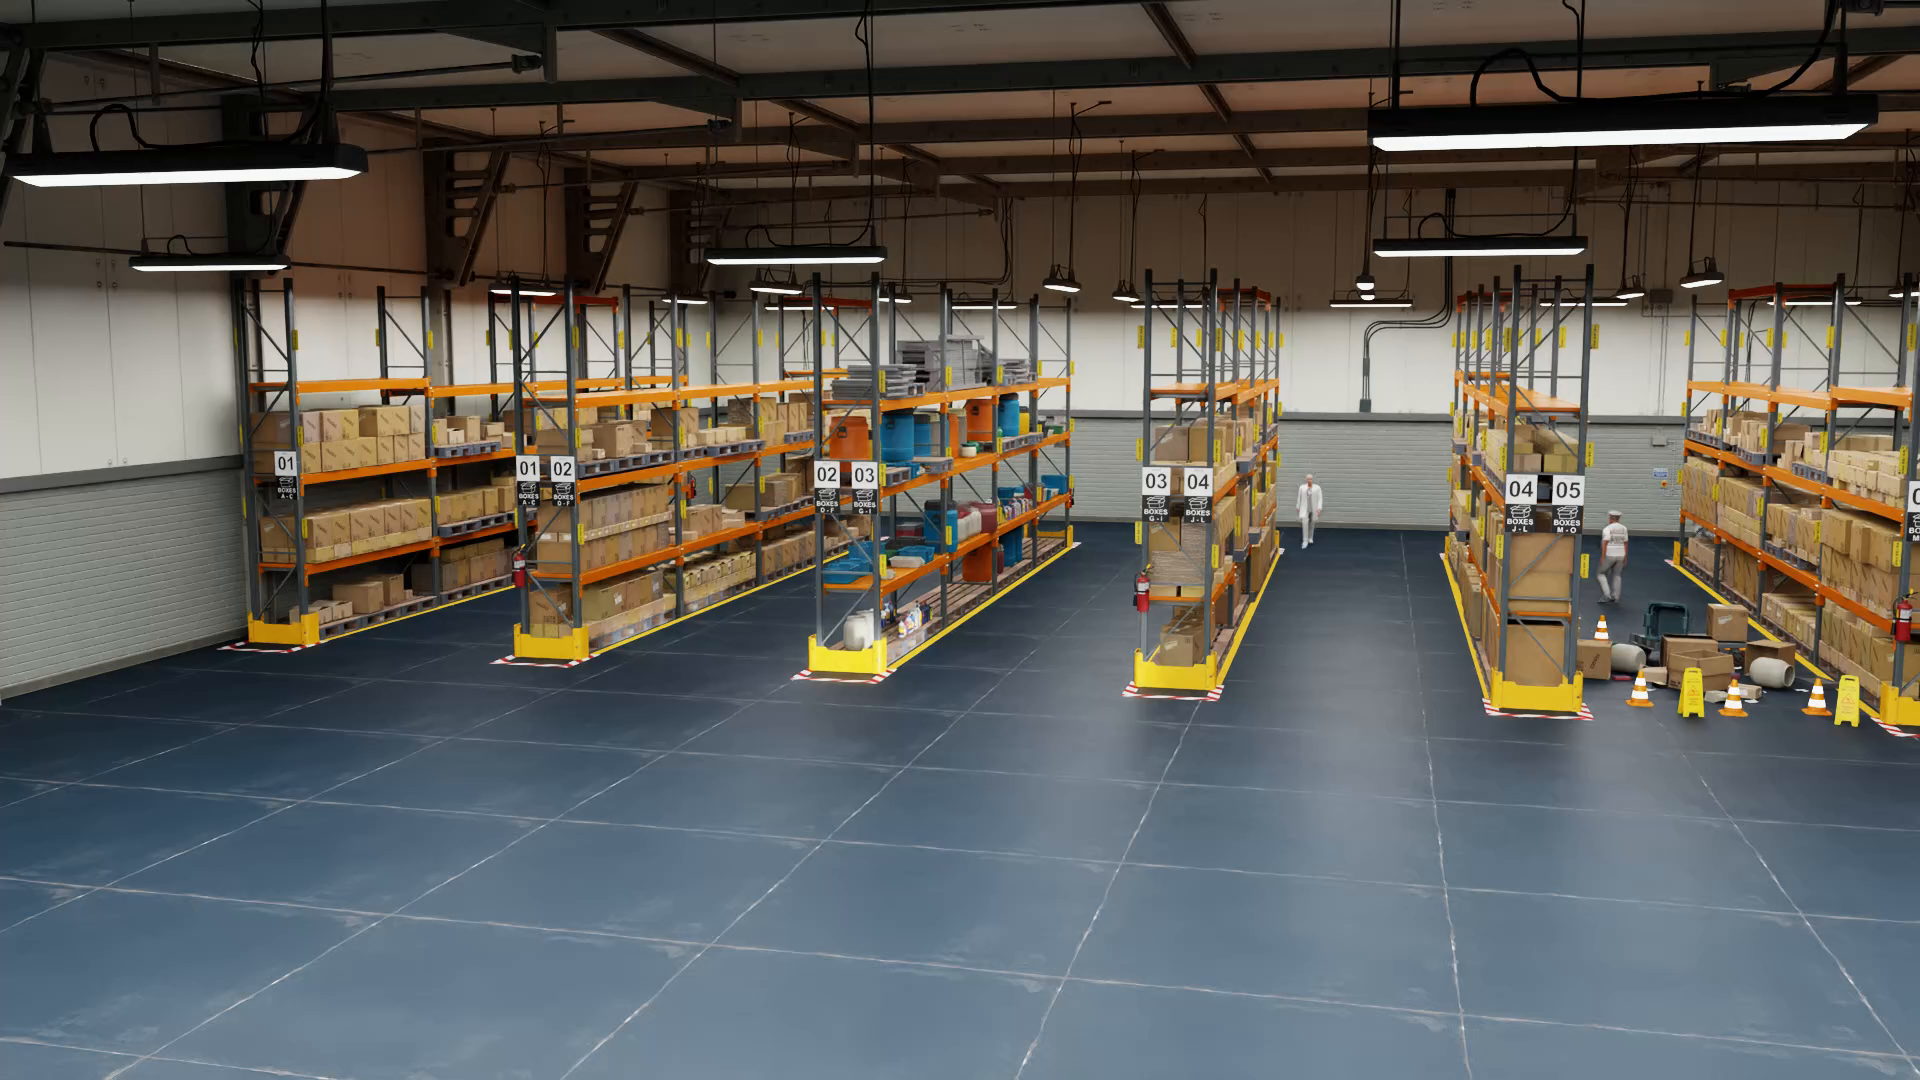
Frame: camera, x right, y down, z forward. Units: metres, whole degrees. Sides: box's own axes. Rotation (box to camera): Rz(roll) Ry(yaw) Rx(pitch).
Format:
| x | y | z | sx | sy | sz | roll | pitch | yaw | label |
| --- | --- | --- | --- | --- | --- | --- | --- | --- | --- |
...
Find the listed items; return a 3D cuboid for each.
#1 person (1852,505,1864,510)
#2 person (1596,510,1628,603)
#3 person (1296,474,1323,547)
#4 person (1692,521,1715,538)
| x | y | z | sx | sy | sz | roll | pitch | yaw | label |
| --- | --- | --- | --- | --- | --- | --- | --- | --- | --- |
| 20.745 | -0.435 | 38.470 | 0.934 | 1.639 | 0.482 | 1 | 7 | 8 | person |
| 12.483 | 0.345 | 31.795 | 0.574 | 1.807 | 0.403 | -2 | 7 | -14 | person |
| 8.524 | -0.733 | 40.495 | 0.584 | 1.729 | 1.099 | 1 | 7 | 4 | person |
| 17.450 | -0.527 | 38.933 | 0.961 | 1.734 | 0.566 | 0 | 7 | 0 | person |
